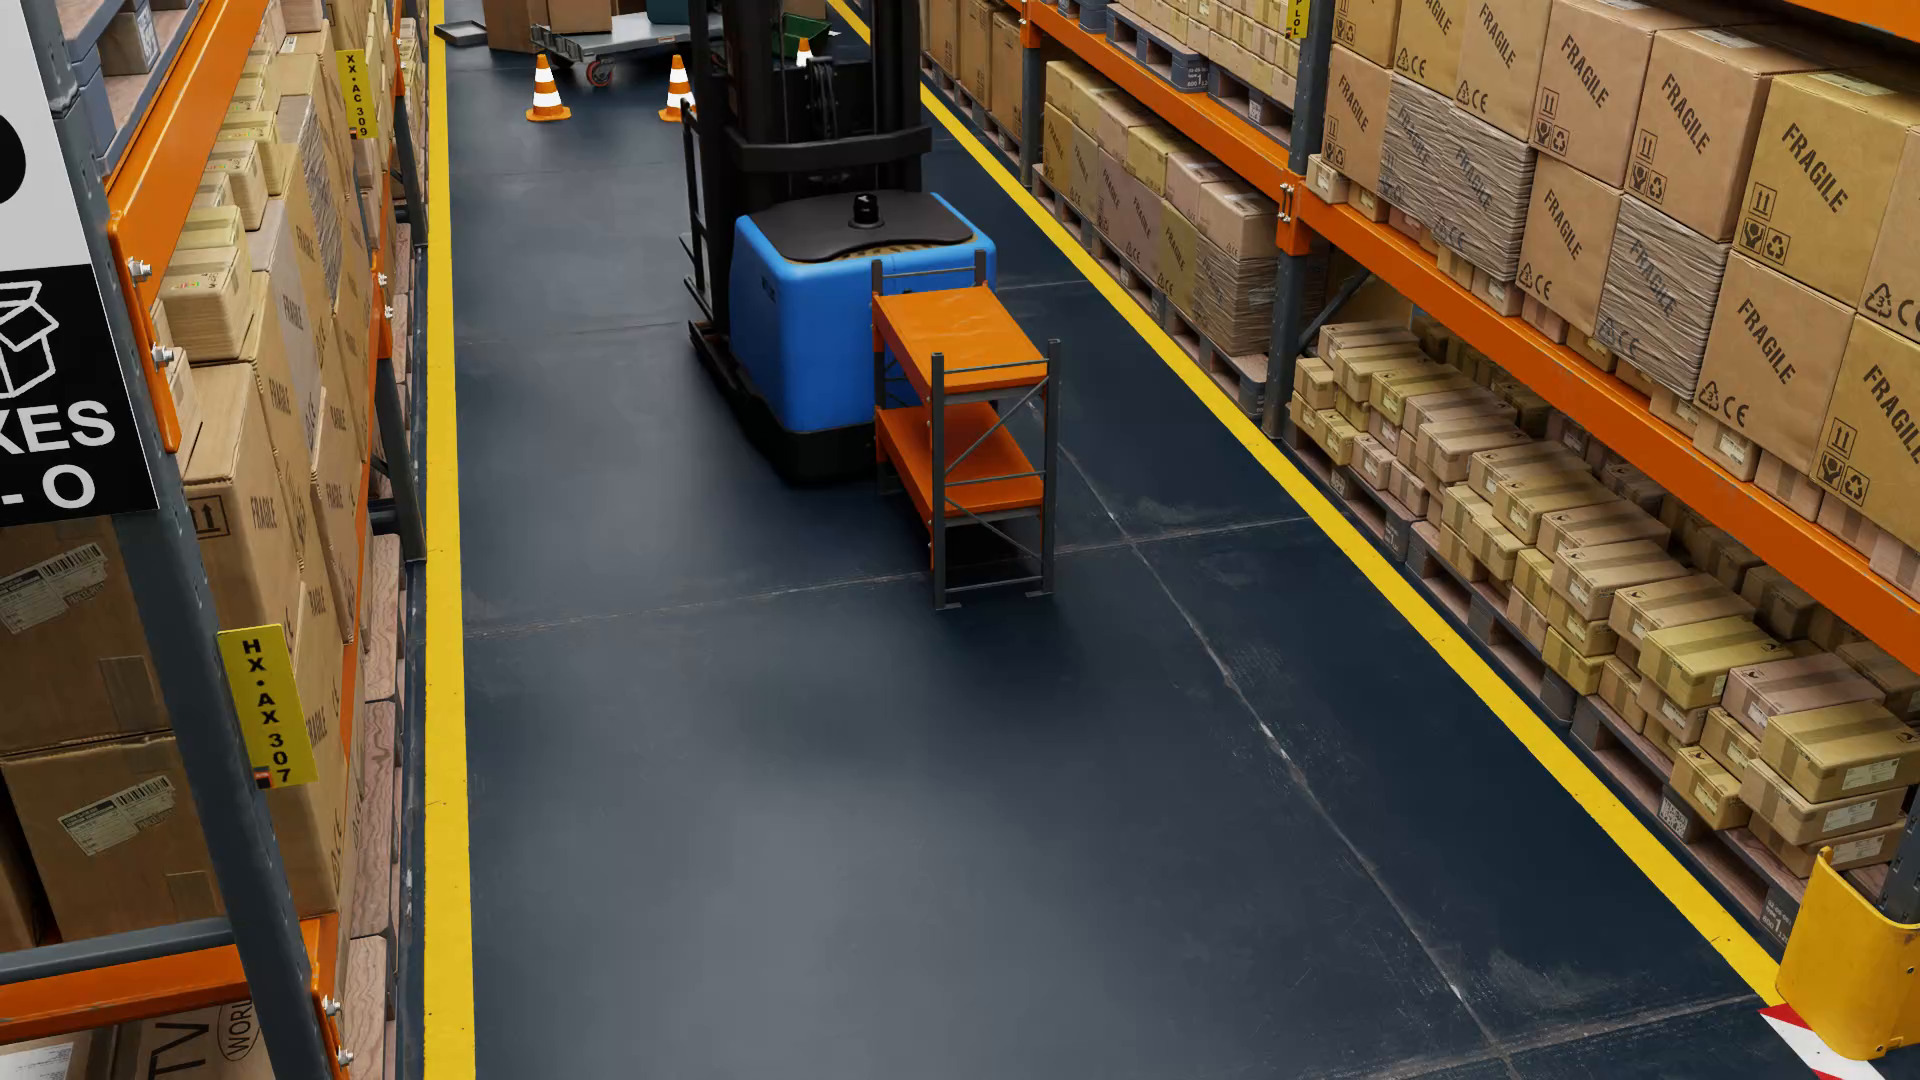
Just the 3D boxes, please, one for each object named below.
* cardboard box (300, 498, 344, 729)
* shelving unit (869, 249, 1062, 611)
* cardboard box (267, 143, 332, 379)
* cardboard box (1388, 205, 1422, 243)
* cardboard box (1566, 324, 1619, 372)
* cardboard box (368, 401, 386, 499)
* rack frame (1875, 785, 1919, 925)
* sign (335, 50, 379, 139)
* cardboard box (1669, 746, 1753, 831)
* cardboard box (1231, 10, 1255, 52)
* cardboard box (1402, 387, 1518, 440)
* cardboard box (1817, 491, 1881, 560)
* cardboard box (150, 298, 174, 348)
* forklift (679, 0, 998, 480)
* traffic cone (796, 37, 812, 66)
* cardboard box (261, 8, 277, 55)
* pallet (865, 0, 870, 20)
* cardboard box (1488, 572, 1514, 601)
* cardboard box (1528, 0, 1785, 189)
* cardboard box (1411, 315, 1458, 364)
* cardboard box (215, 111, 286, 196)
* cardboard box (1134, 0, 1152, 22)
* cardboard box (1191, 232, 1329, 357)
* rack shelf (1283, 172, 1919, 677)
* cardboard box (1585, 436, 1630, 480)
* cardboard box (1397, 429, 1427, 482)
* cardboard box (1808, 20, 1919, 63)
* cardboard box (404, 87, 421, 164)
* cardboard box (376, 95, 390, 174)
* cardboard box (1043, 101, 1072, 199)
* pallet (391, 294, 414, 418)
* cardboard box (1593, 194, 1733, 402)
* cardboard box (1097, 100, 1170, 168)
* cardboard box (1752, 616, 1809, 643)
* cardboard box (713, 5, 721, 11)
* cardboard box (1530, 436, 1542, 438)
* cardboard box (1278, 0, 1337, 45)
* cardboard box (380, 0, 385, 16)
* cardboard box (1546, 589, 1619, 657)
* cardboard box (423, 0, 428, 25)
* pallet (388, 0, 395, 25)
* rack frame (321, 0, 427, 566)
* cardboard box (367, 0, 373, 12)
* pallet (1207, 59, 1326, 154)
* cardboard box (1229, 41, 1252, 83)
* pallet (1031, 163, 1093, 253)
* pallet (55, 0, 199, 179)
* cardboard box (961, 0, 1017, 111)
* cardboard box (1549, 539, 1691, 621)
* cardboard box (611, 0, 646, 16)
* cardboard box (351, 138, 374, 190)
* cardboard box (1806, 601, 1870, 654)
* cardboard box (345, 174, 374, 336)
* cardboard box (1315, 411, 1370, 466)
[{"bbox_3d":[-1.719,0.212,3.789,0.500,0.500,0.500,-8,31,-14],"label":"cardboard box"},{"bbox_3d":[0.002,-0.484,6.963,0.538,1.125,1.048,-8,31,-13],"label":"shelving unit"},{"bbox_3d":[-1.981,-0.717,4.396,0.500,0.500,0.500,-8,31,-13],"label":"cardboard box"},{"bbox_3d":[1.998,-1.347,6.834,0.380,0.149,0.250,-9,31,-15],"label":"cardboard box"},{"bbox_3d":[2.337,-0.712,5.736,0.380,0.149,0.250,-7,31,-12],"label":"cardboard box"},{"bbox_3d":[-3.010,-0.717,7.196,0.875,0.875,0.875,-7,31,-12],"label":"cardboard box"},{"bbox_3d":[3.039,0.059,4.153,1.000,3.000,0.127,-8,31,-13],"label":"rack frame"},{"bbox_3d":[-2.234,-1.649,6.162,0.100,0.325,0.005,-8,31,-13],"label":"sign"},{"bbox_3d":[2.532,0.774,5.345,0.380,0.149,0.250,-7,31,-12],"label":"cardboard box"},{"bbox_3d":[1.547,-2.488,8.088,0.380,0.149,0.250,-7,31,-11],"label":"cardboard box"},{"bbox_3d":[2.091,-0.505,6.961,0.380,0.149,0.250,-9,31,-15],"label":"cardboard box"},{"bbox_3d":[2.650,-0.077,4.640,0.380,0.149,0.250,-8,31,-13],"label":"cardboard box"},{"bbox_3d":[-1.672,-0.316,3.056,0.380,0.149,0.250,-7,31,-12],"label":"cardboard box"},{"bbox_3d":[-0.823,-2.266,8.238,1.130,2.935,3.031,-11,32,-18],"label":"forklift"},{"bbox_3d":[-1.246,-3.790,13.336,0.336,0.463,0.334,-8,31,-13],"label":"traffic cone"},{"bbox_3d":[-2.358,-1.553,5.193,0.380,0.149,0.250,-8,31,-13],"label":"cardboard box"},{"bbox_3d":[-0.273,-4.907,15.518,1.003,0.211,1.213,-8,31,-13],"label":"pallet"},{"bbox_3d":[2.291,0.136,6.448,0.380,0.149,0.250,-7,31,-12],"label":"cardboard box"},{"bbox_3d":[2.253,-1.483,5.423,0.500,0.500,0.500,-9,31,-15],"label":"cardboard box"},{"bbox_3d":[2.322,-0.941,7.714,0.380,0.149,0.250,-7,31,-12],"label":"cardboard box"},{"bbox_3d":[-1.905,-0.953,4.158,0.380,0.149,0.250,-9,31,-14],"label":"cardboard box"},{"bbox_3d":[1.193,-2.995,9.261,0.380,0.149,0.250,-7,31,-13],"label":"cardboard box"},{"bbox_3d":[1.538,-1.297,8.572,0.500,0.500,0.500,-8,31,-14],"label":"cardboard box"},{"bbox_3d":[2.508,-0.595,6.003,1.077,0.370,4.000,-8,31,-13],"label":"rack shelf"},{"bbox_3d":[2.739,-0.321,6.643,0.380,0.149,0.250,-9,31,-15],"label":"cardboard box"},{"bbox_3d":[2.087,-0.378,7.038,0.380,0.149,0.250,-9,31,-16],"label":"cardboard box"},{"bbox_3d":[2.919,-1.295,5.098,0.500,0.500,0.500,-9,31,-14],"label":"cardboard box"},{"bbox_3d":[-4.174,-2.772,11.248,0.950,0.372,0.625,-8,31,-14],"label":"cardboard box"},{"bbox_3d":[-2.890,-1.848,7.598,0.500,0.250,0.500,-8,31,-14],"label":"cardboard box"},{"bbox_3d":[0.857,-2.529,10.701,0.500,0.500,0.500,-9,31,-15],"label":"cardboard box"},{"bbox_3d":[-3.373,-0.912,8.615,1.003,0.211,1.213,-8,31,-13],"label":"pallet"},{"bbox_3d":[2.396,-0.789,5.222,0.500,0.500,0.500,-8,31,-13],"label":"cardboard box"},{"bbox_3d":[1.119,-2.378,9.692,0.500,0.250,0.500,-8,31,-13],"label":"cardboard box"},{"bbox_3d":[3.015,0.311,5.848,0.380,0.149,0.250,-7,31,-12],"label":"cardboard box"},{"bbox_3d":[-2.378,-5.139,15.863,0.396,0.266,0.258,-3,30,-5],"label":"cardboard box"},{"bbox_3d":[2.511,-0.449,7.162,0.380,0.149,0.250,-8,31,-13],"label":"cardboard box"},{"bbox_3d":[1.682,-2.371,7.590,0.380,0.149,0.250,-6,31,-11],"label":"cardboard box"},{"bbox_3d":[-3.457,-3.049,9.174,0.500,0.250,0.500,-8,31,-13],"label":"cardboard box"},{"bbox_3d":[2.334,0.266,5.925,0.380,0.149,0.250,-7,31,-13],"label":"cardboard box"},{"bbox_3d":[-4.941,-4.598,14.526,0.500,0.250,0.500,-6,31,-10],"label":"cardboard box"},{"bbox_3d":[-4.122,-3.345,10.226,1.213,0.211,1.003,-8,31,-13],"label":"pallet"},{"bbox_3d":[-2.769,-1.166,6.270,1.000,3.000,0.127,-8,31,-13],"label":"rack frame"},{"bbox_3d":[-3.171,-2.871,8.118,0.500,0.500,0.500,-8,31,-13],"label":"cardboard box"},{"bbox_3d":[1.914,-2.178,8.210,1.003,0.211,1.213,-8,31,-13],"label":"pallet"},{"bbox_3d":[1.547,-2.357,8.160,0.380,0.149,0.250,-8,31,-13],"label":"cardboard box"},{"bbox_3d":[1.121,-2.220,10.875,1.003,0.211,1.213,-8,31,-13],"label":"pallet"},{"bbox_3d":[-1.914,-0.851,2.819,1.003,0.211,1.213,-8,31,-13],"label":"pallet"},{"bbox_3d":[0.605,-3.741,12.545,1.050,0.750,0.750,-7,31,-13],"label":"cardboard box"},{"bbox_3d":[2.319,0.139,5.849,0.380,0.149,0.250,-7,31,-11],"label":"cardboard box"},{"bbox_3d":[-2.790,-4.978,15.212,0.797,0.637,0.503,-8,31,-13],"label":"cardboard box"},{"bbox_3d":[-2.614,-1.567,6.614,0.500,0.250,0.500,-9,31,-15],"label":"cardboard box"},{"bbox_3d":[3.095,0.300,5.571,0.380,0.149,0.250,-8,31,-13],"label":"cardboard box"},{"bbox_3d":[-2.399,-1.019,5.916,0.500,0.500,0.500,-8,31,-13],"label":"cardboard box"},{"bbox_3d":[1.834,-0.474,7.500,0.380,0.149,0.250,-7,31,-12],"label":"cardboard box"}]
